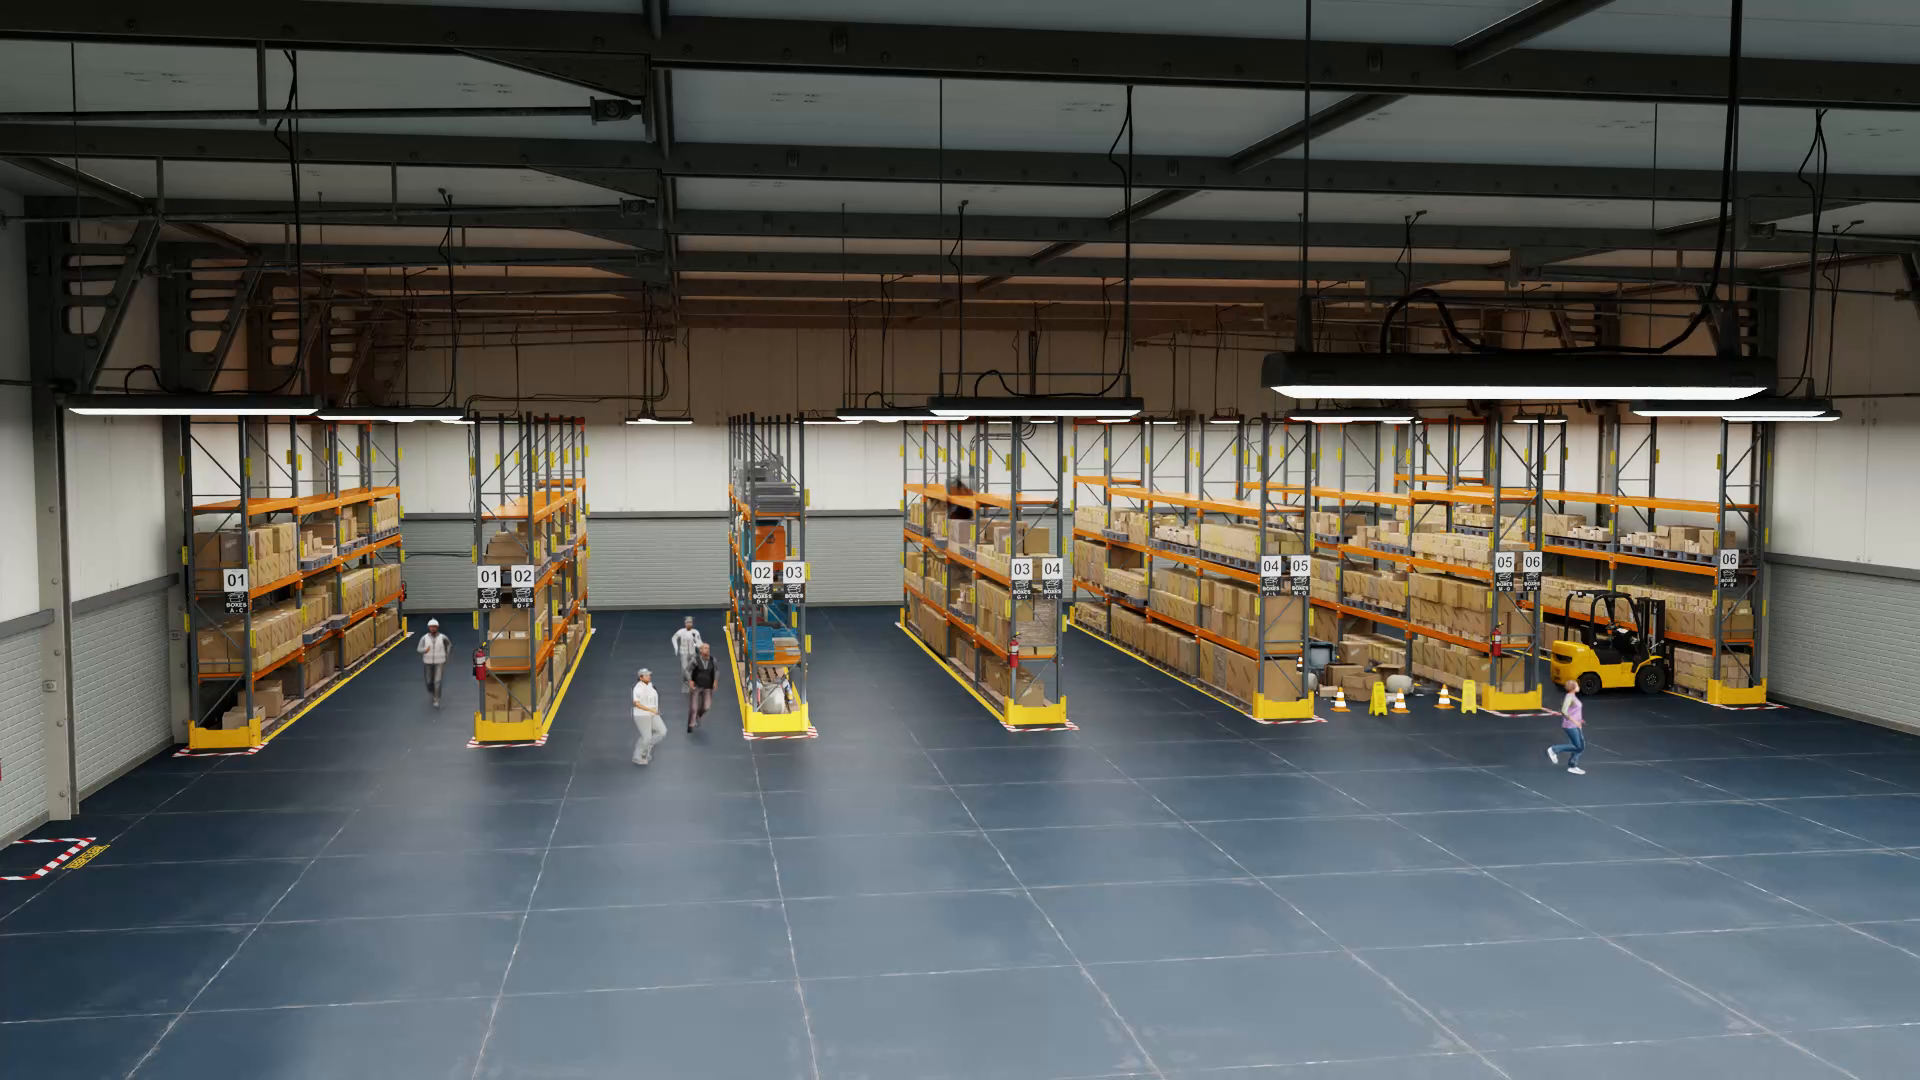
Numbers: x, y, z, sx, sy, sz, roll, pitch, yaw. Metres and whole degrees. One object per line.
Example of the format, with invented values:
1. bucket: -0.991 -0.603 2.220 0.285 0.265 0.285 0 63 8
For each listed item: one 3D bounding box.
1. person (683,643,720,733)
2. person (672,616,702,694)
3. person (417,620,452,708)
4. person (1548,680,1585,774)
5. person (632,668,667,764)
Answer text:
1. person: -4.821 2.775 31.216 0.709 1.659 0.513 -1 4 -20
2. person: -5.810 2.458 35.535 0.598 1.669 0.611 -1 4 -18
3. person: -10.769 2.505 34.066 0.661 1.751 0.963 -1 4 -13
4. person: 10.080 3.082 27.514 0.547 1.562 0.541 2 4 28
5. person: -5.317 2.987 28.267 0.570 1.627 0.576 1 4 21
